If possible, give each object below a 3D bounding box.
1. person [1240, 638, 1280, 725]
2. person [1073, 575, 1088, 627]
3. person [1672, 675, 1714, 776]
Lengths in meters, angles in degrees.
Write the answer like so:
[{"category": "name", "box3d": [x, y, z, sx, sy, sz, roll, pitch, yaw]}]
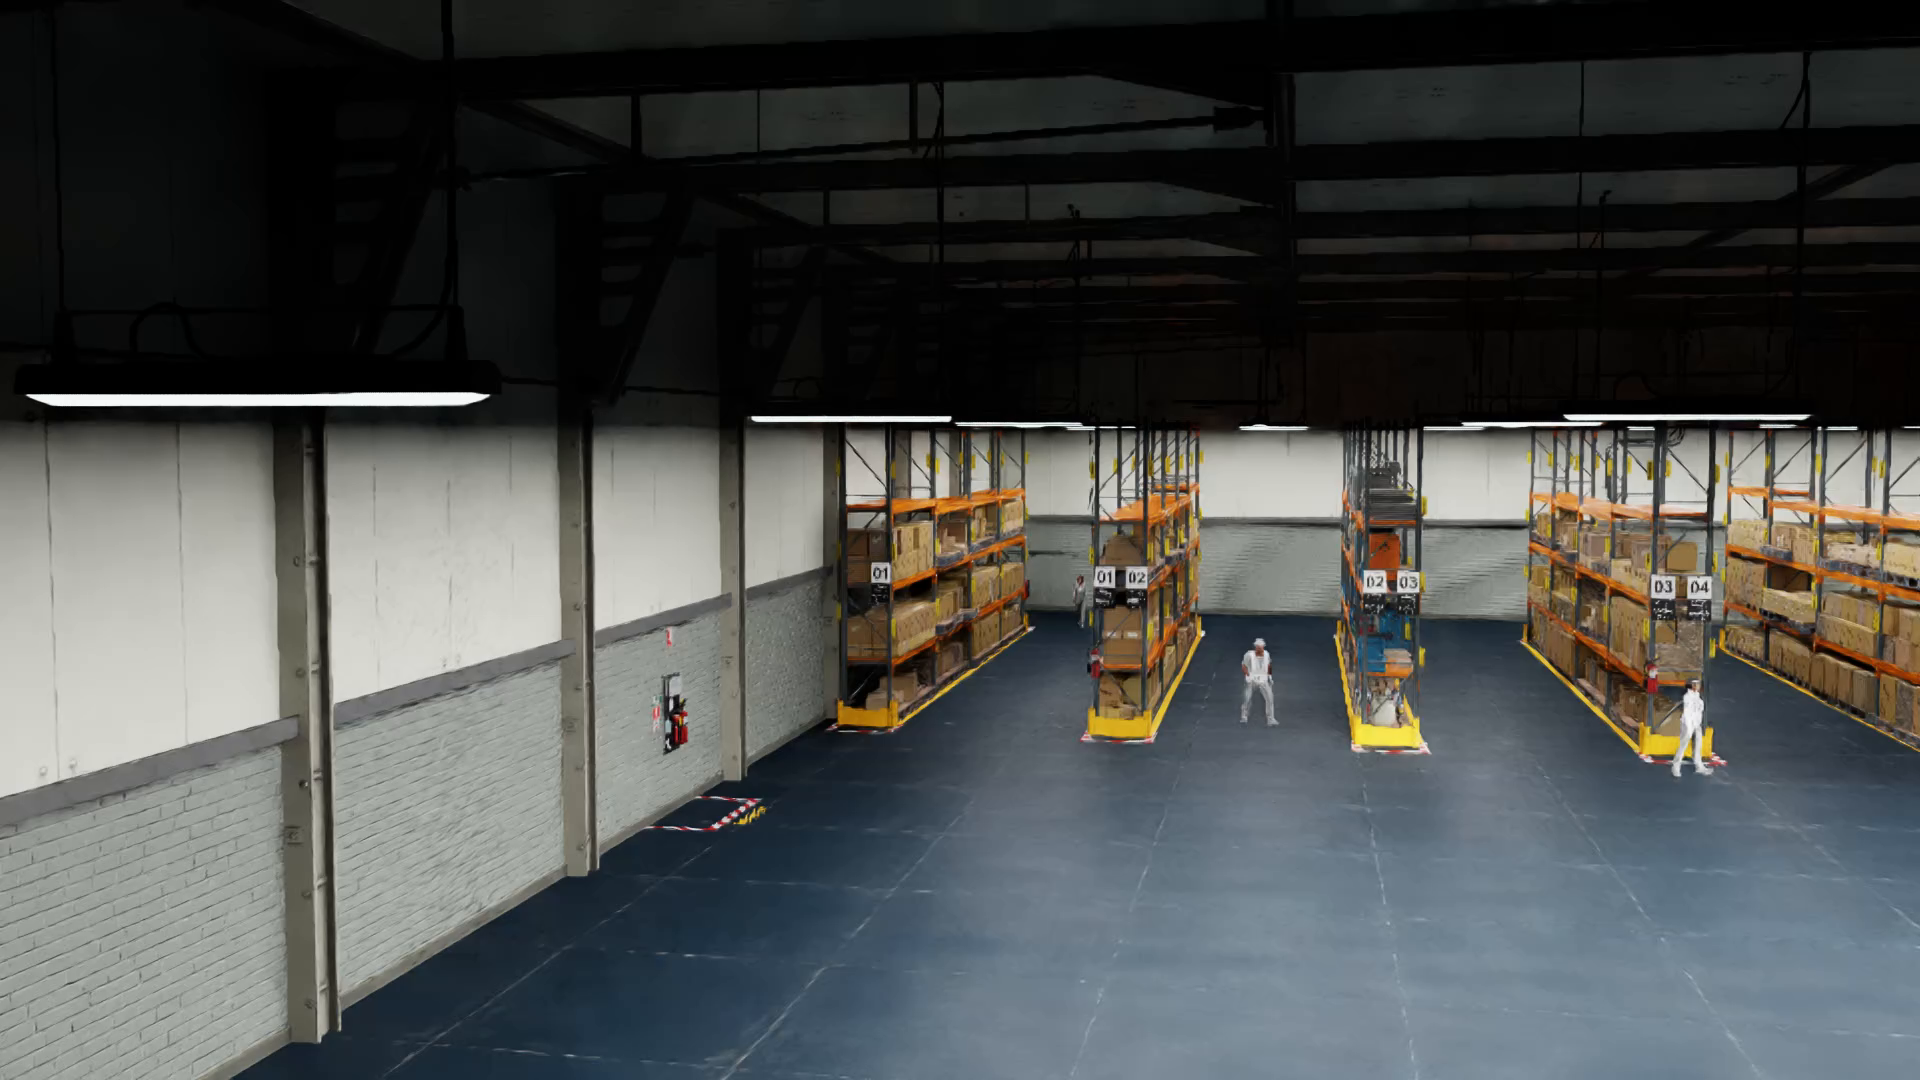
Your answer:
[{"category": "person", "box3d": [5.816, 2.744, 32.505, 0.704, 1.711, 0.835, 0, 4, -6]}, {"category": "person", "box3d": [3.539, 1.781, 48.869, 0.417, 1.517, 1.037, 1, 4, 14]}, {"category": "person", "box3d": [12.197, 3.076, 27.697, 0.672, 1.675, 0.517, -4, 5, -45]}]
